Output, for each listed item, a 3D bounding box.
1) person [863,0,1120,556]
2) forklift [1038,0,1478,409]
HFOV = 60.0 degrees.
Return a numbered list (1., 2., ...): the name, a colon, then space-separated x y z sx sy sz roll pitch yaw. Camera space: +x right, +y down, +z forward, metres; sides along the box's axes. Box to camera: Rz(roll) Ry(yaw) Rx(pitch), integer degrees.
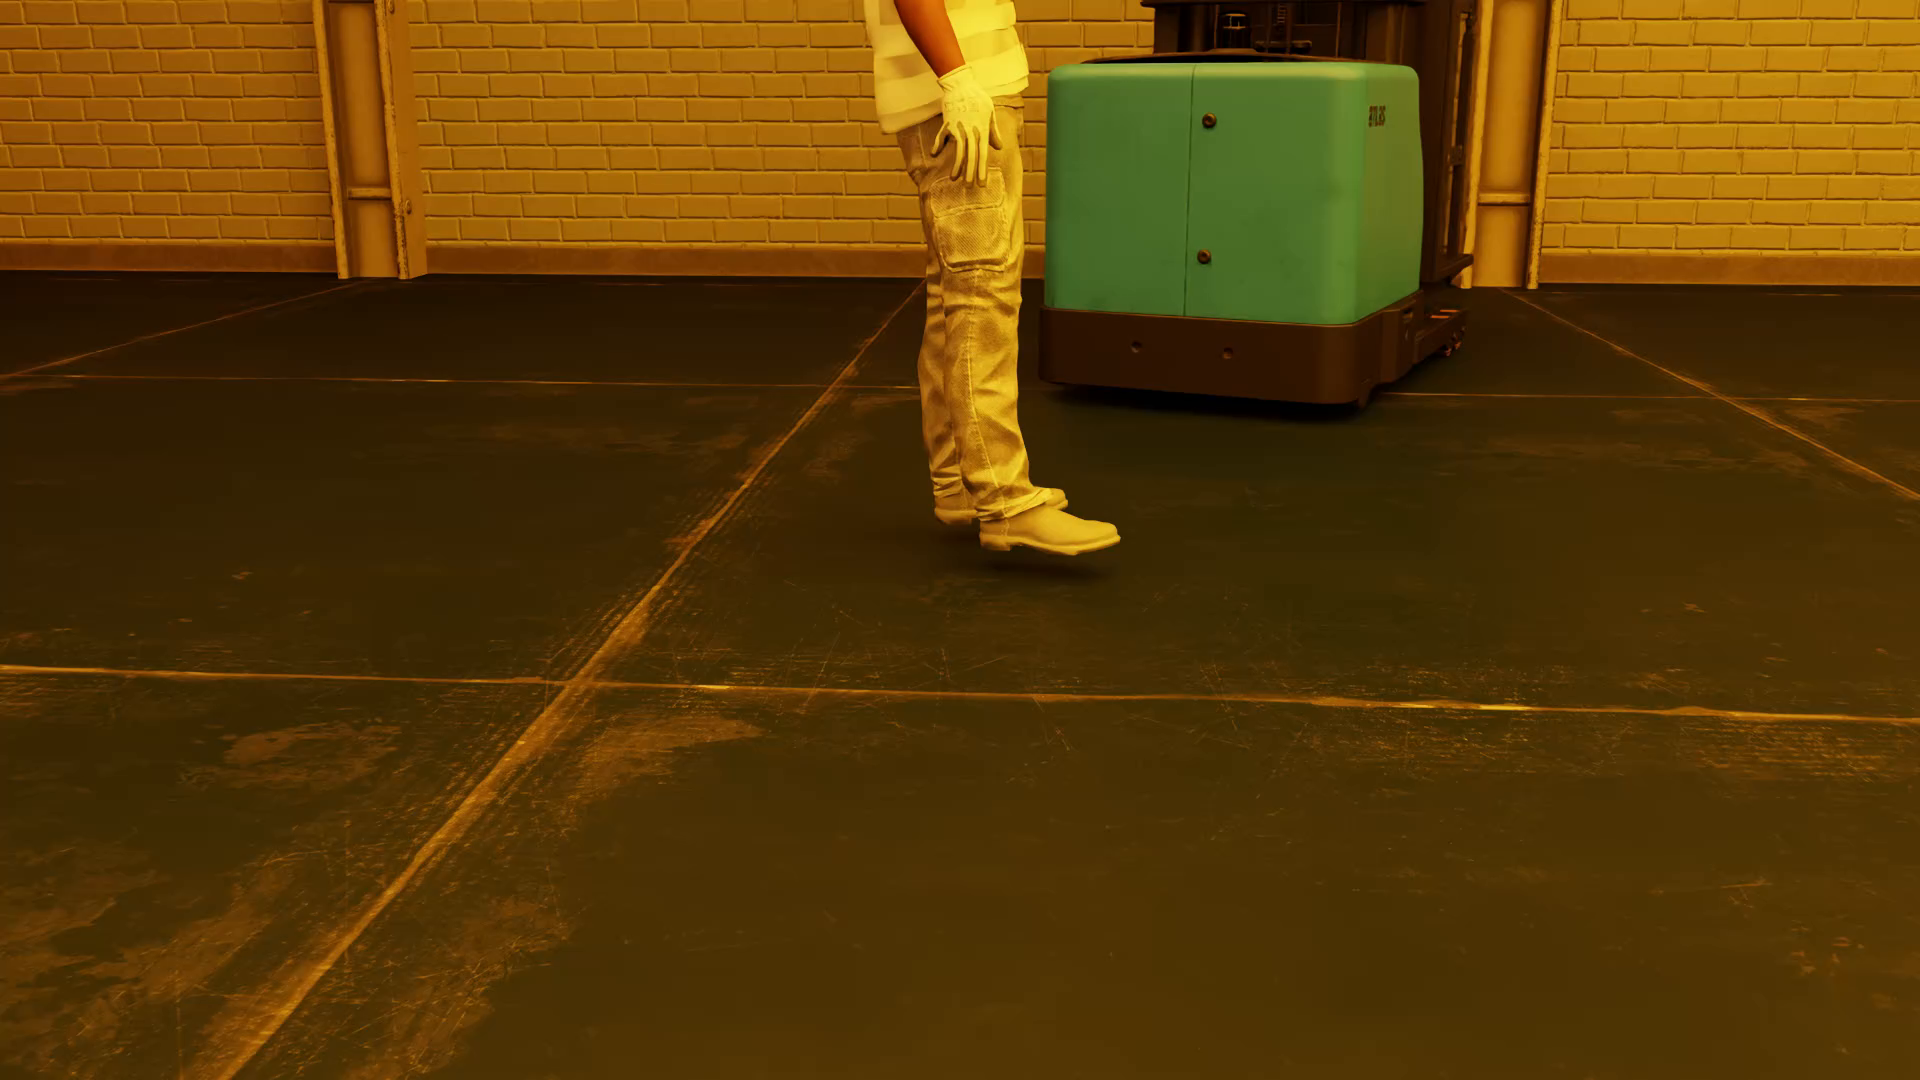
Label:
1. person: 0.071 -0.903 3.555 0.575 1.784 0.656 1 15 4
2. forklift: 1.363 -2.164 6.189 1.130 2.935 3.031 7 17 25
